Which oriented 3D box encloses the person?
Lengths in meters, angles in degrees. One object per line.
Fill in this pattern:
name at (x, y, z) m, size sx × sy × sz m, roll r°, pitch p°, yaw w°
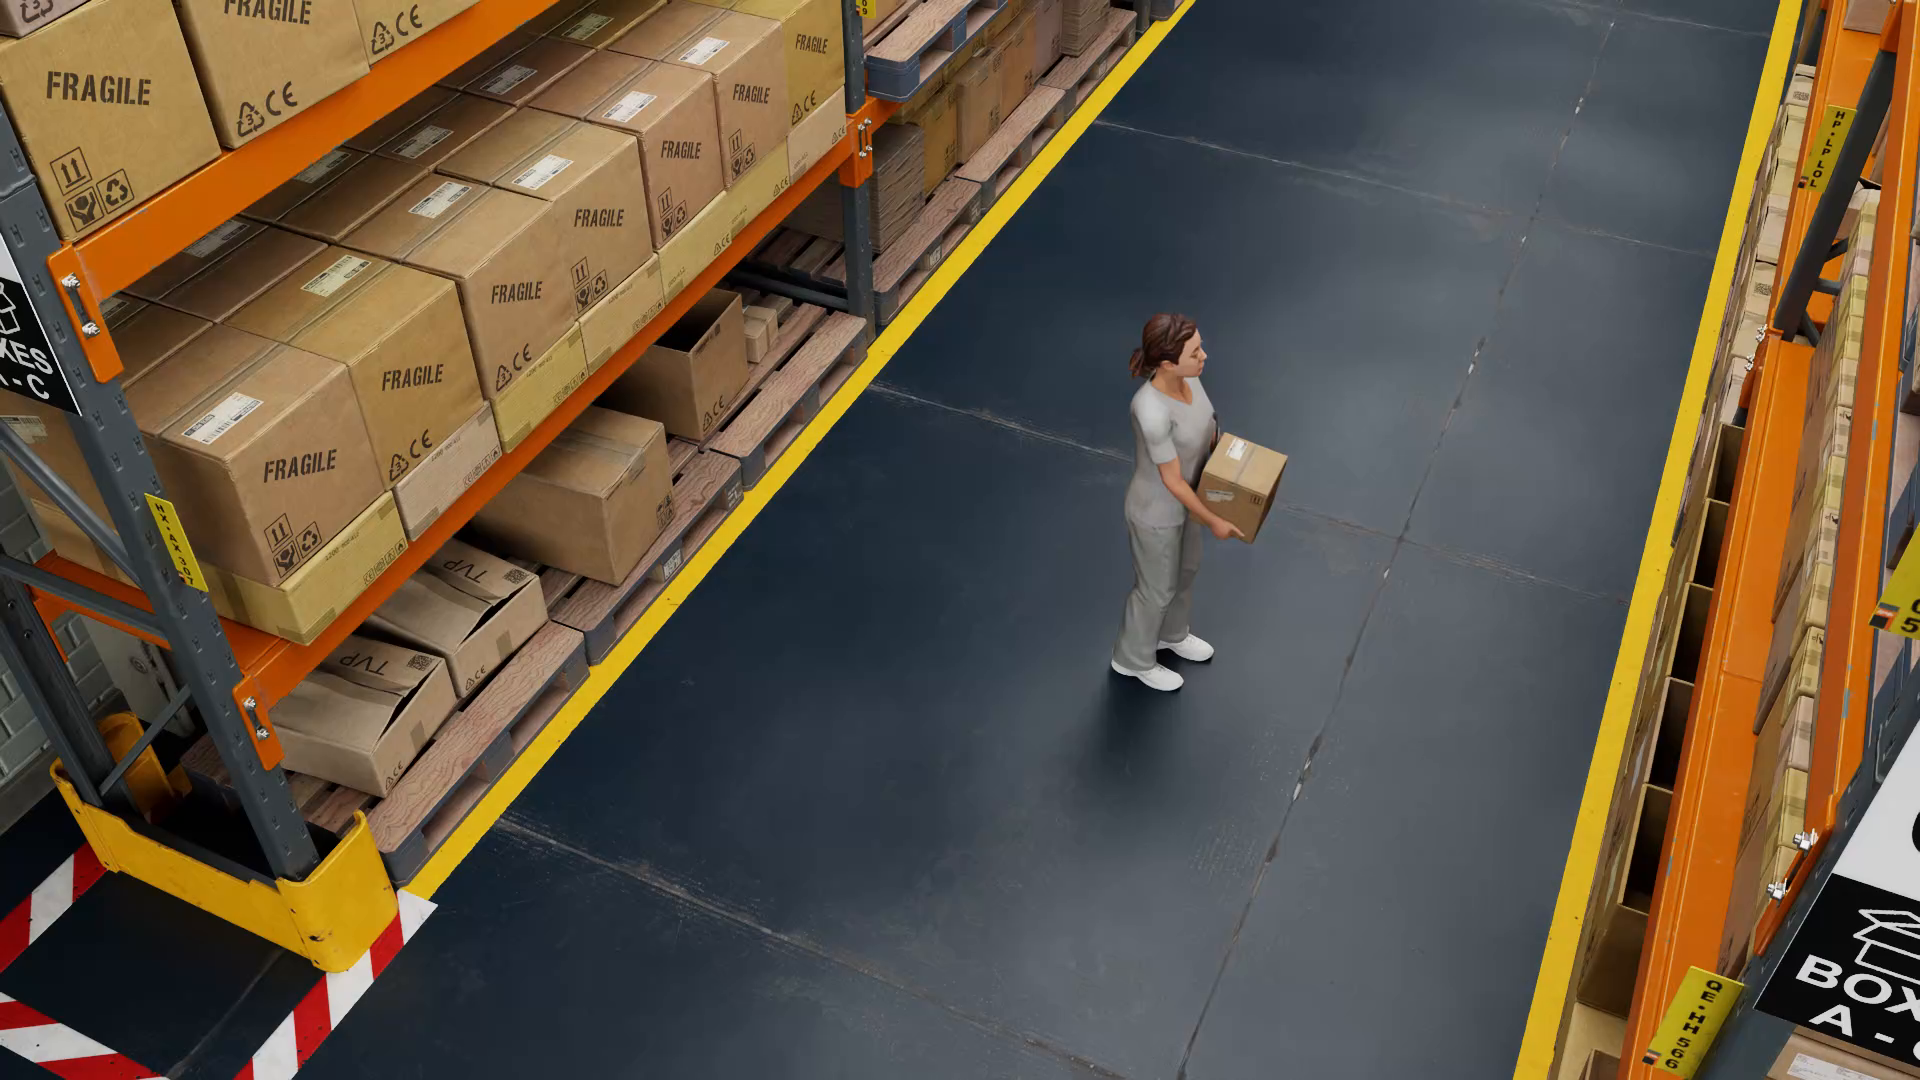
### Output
person at (0.849, -0.119, 6.301) m, size 0.548 × 1.667 × 0.434 m, roll 18°, pitch 45°, yaw 19°
